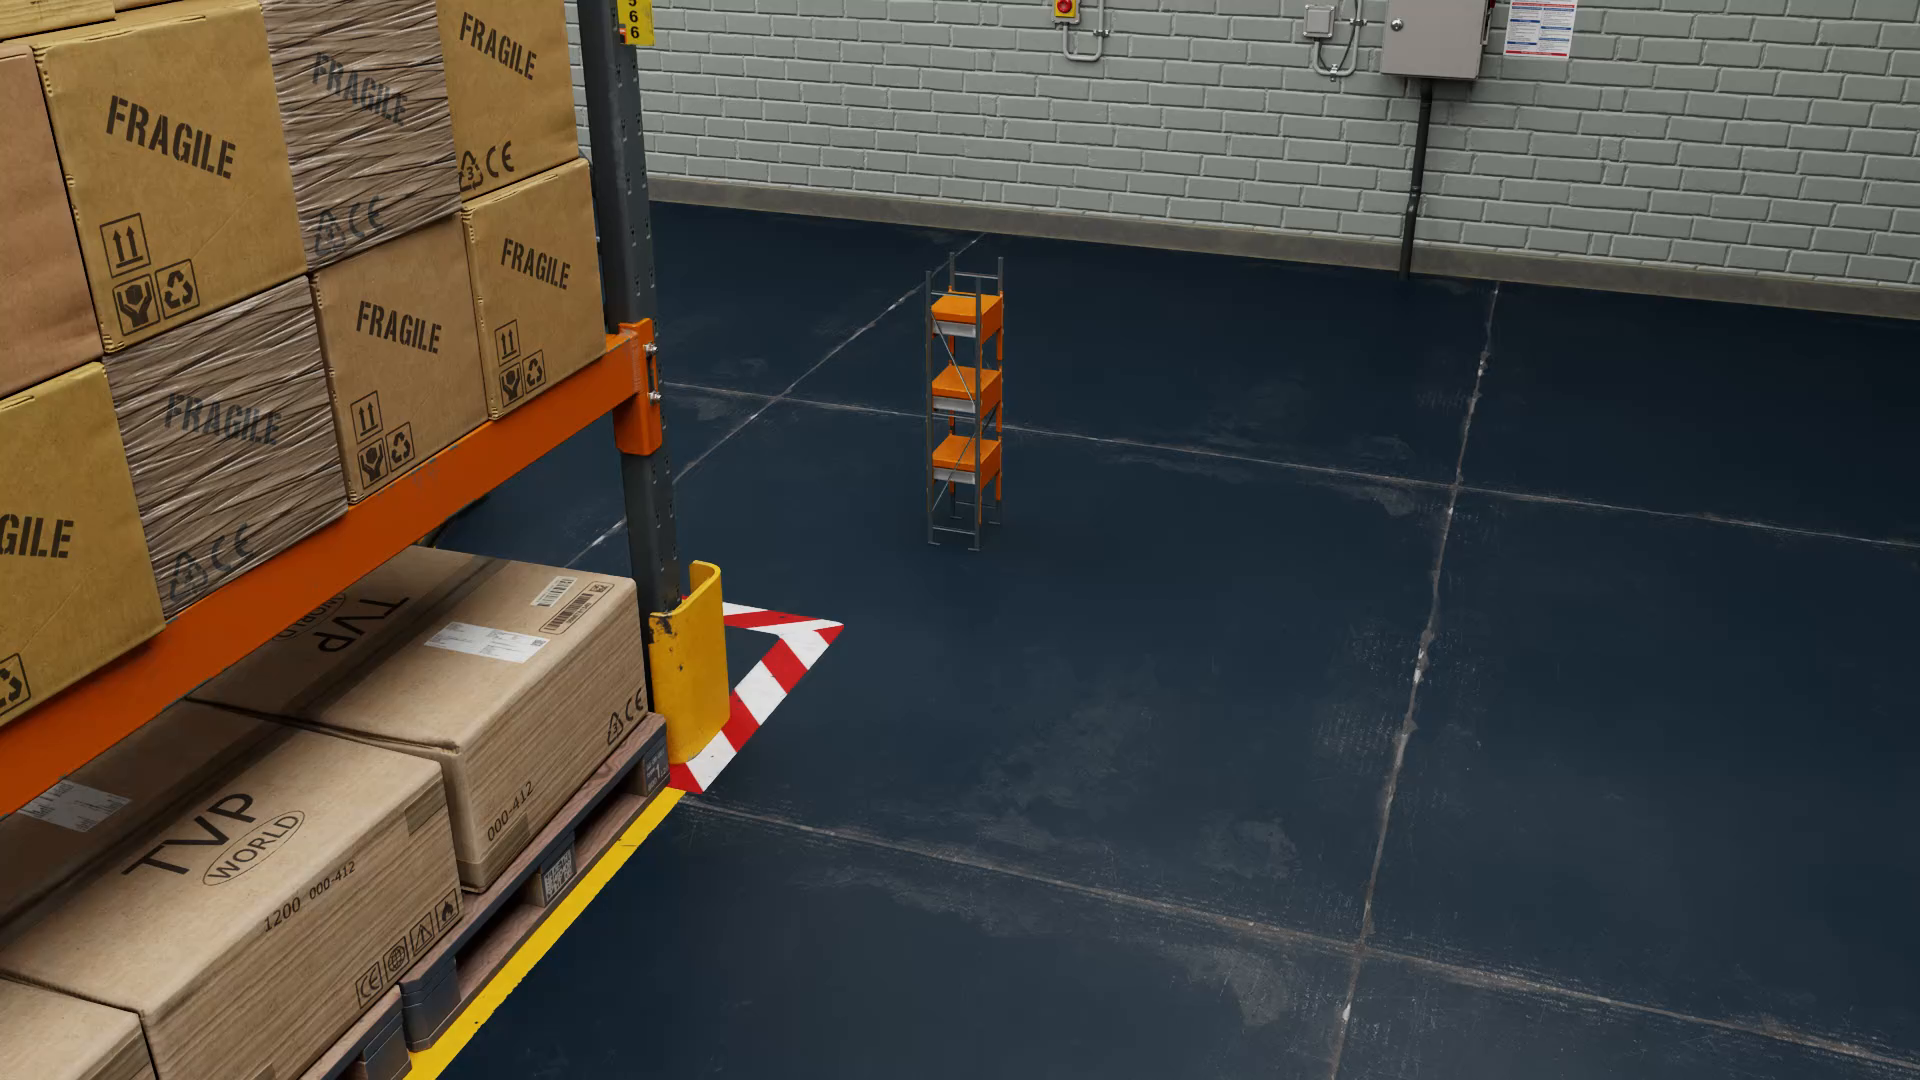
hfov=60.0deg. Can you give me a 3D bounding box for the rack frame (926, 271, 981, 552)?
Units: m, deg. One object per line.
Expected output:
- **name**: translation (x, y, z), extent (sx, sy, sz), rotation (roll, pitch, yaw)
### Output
- **rack frame**: translation (-0.023, -0.444, 5.963), extent (0.200, 1.050, 0.008), rotation (9, 27, 17)

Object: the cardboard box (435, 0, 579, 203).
- **cardboard box**: translation (-1.242, -1.089, 3.795), extent (0.500, 0.500, 0.500), rotation (10, 27, 19)

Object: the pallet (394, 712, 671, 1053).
- **pallet**: translation (-1.498, 0.768, 4.421), extent (1.003, 0.211, 1.213), rotation (9, 27, 17)

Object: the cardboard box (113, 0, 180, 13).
- **cardboard box**: translation (-1.581, -1.016, 2.901), extent (0.380, 0.149, 0.250), rotation (8, 27, 17)

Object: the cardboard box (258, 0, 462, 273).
- **cardboard box**: translation (-1.388, -0.870, 3.343), extent (0.500, 0.500, 0.500), rotation (9, 27, 18)

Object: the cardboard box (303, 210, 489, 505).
- **cardboard box**: translation (-1.398, -0.431, 3.583), extent (0.500, 0.500, 0.500), rotation (8, 27, 16)

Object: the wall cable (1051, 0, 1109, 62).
- **wall cable**: translation (0.548, -3.619, 9.080), extent (0.585, 1.953, 0.123), rotation (9, 27, 17)

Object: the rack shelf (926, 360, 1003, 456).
- **rack shelf**: translation (0.018, -0.485, 6.071), extent (0.215, 0.259, 0.240), rotation (9, 27, 17)

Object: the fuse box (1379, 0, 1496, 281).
- **fuse box**: translation (2.481, -2.203, 8.836), extent (0.539, 1.711, 0.414), rotation (9, 27, 17)

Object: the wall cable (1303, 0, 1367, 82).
- **wall cable**: translation (1.890, -3.404, 8.672), extent (0.588, 1.984, 0.122), rotation (9, 27, 17)

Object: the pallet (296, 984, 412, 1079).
- **pallet**: translation (-1.906, 1.268, 3.389), extent (1.003, 0.211, 1.213), rotation (9, 27, 17)

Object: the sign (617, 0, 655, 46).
- **sign**: translation (-0.799, -1.370, 4.037), extent (0.100, 0.325, 0.005), rotation (9, 27, 17)

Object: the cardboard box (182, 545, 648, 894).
- **cardboard box**: translation (-1.431, 0.423, 4.392), extent (0.875, 0.438, 0.875), rotation (8, 27, 16)

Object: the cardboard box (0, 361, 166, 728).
- **cardboard box**: translation (-1.720, -0.004, 2.702), extent (0.500, 0.500, 0.500), rotation (10, 27, 19)

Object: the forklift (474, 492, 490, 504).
- **forklift**: translation (-2.764, -0.987, 4.925), extent (1.130, 2.935, 3.031), rotation (8, 27, 17)

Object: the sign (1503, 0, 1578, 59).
- **sign**: translation (3.015, -2.753, 8.604), extent (0.329, 0.494, 0.001), rotation (9, 27, 17)

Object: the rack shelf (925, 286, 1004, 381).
- **rack shelf**: translation (0.018, -0.740, 5.948), extent (0.215, 0.259, 0.240), rotation (9, 27, 17)

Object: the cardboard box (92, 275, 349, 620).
- **cardboard box**: translation (-1.560, -0.218, 3.144), extent (0.500, 0.500, 0.500), rotation (10, 27, 19)

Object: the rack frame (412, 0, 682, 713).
- **rack frame**: translation (-1.306, -0.827, 4.515), extent (1.000, 3.000, 0.127), rotation (9, 27, 17)

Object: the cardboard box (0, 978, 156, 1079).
- **cardboard box**: translation (-2.030, 1.171, 2.848), extent (0.875, 0.438, 0.875), rotation (8, 27, 16)

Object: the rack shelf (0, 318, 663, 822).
- **rack shelf**: translation (-1.972, 0.319, 2.975), extent (1.077, 0.370, 4.000), rotation (9, 27, 17)

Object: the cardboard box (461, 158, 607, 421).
- **cardboard box**: translation (-1.217, -0.635, 4.005), extent (0.500, 0.500, 0.500), rotation (9, 27, 18)

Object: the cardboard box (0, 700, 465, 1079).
- **cardboard box**: translation (-1.728, 0.800, 3.613), extent (0.875, 0.438, 0.875), rotation (9, 27, 19)

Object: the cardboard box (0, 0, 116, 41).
- **cardboard box**: translation (-1.610, -0.905, 2.670), extent (0.380, 0.149, 0.250), rotation (9, 27, 19)

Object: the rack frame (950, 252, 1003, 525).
- **rack frame**: translation (0.058, -0.545, 6.170), extent (0.200, 1.050, 0.008), rotation (9, 27, 17)

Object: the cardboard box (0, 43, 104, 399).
- **cardboard box**: translation (-1.725, -0.461, 2.498), extent (0.500, 0.500, 0.500), rotation (9, 27, 17)

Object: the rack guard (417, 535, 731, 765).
- **rack guard**: translation (-1.298, 0.288, 5.081), extent (1.175, 0.500, 0.348), rotation (9, 27, 17)

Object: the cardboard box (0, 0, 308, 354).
- **cardboard box**: translation (-1.556, -0.667, 2.924), extent (0.500, 0.500, 0.500), rotation (9, 27, 17)

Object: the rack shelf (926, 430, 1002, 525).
- **rack shelf**: translation (0.018, -0.235, 6.192), extent (0.215, 0.259, 0.240), rotation (9, 27, 17)

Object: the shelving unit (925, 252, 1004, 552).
- **shelving unit**: translation (0.018, -0.495, 6.067), extent (0.215, 1.050, 0.252), rotation (9, 27, 17)
